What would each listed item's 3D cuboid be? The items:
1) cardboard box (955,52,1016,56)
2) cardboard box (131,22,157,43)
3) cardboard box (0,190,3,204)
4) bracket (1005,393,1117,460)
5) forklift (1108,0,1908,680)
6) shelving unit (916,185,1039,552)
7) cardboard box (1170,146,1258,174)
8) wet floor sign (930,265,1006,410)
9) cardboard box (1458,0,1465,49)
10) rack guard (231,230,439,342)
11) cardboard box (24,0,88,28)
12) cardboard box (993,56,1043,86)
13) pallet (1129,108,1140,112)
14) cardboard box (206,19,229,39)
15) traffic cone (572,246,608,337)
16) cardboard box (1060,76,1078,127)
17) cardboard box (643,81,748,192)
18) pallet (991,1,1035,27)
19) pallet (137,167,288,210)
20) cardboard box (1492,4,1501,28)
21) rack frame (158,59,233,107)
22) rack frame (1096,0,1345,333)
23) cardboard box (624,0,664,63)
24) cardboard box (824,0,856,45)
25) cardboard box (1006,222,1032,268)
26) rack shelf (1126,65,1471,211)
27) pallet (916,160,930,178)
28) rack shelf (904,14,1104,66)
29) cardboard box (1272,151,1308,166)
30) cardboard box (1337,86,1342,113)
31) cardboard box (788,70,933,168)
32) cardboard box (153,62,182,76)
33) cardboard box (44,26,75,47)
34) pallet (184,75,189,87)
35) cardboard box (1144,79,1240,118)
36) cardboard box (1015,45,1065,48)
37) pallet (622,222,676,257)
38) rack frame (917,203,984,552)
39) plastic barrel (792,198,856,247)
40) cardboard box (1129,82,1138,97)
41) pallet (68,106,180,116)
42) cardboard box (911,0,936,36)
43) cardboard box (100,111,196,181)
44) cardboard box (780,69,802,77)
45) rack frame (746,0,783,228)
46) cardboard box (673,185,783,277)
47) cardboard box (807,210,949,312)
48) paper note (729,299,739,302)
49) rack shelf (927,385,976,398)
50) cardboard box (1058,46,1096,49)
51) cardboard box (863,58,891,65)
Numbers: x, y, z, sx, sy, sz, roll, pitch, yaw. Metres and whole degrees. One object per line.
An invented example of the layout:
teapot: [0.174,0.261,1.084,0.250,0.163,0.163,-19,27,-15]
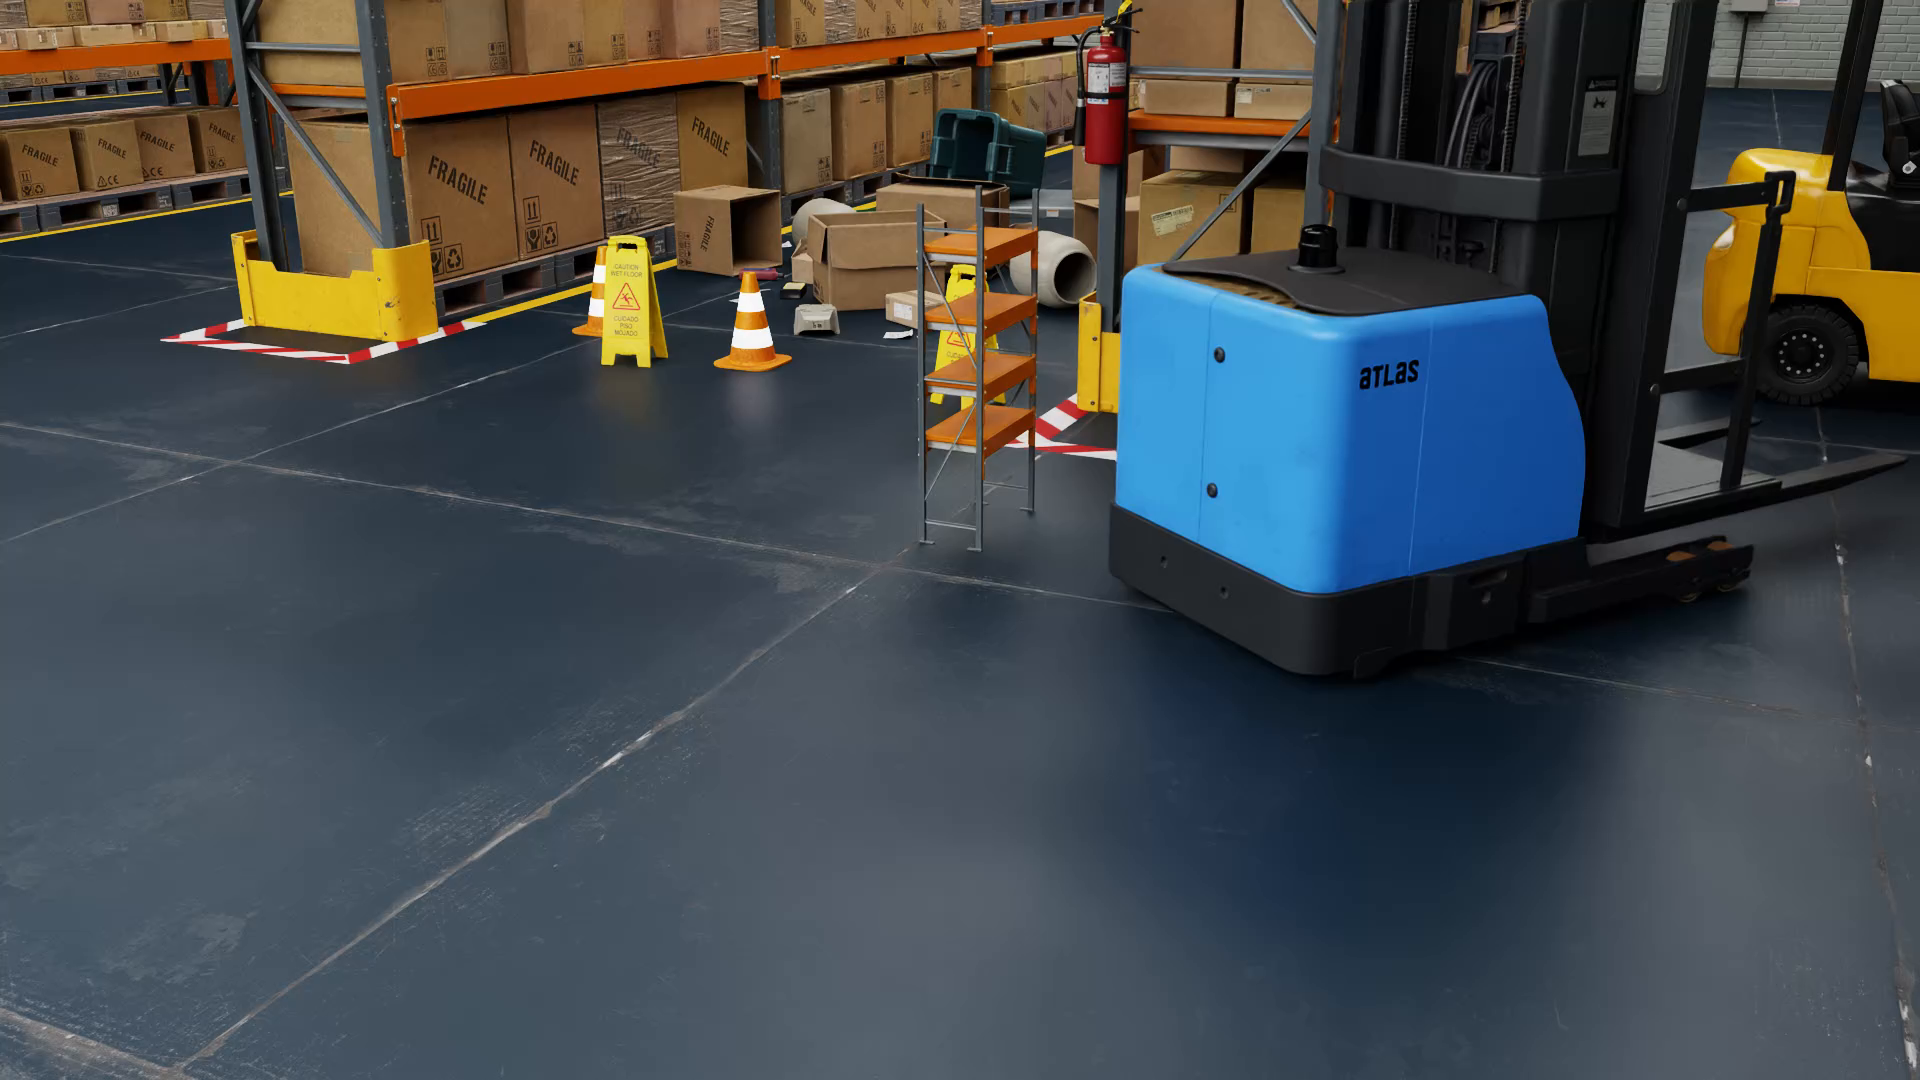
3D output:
cardboard box: [0.271,-4.987,17.500,0.500,0.250,0.500,9,22,24]
cardboard box: [-6.622,-4.031,13.201,0.380,0.149,0.250,9,21,23]
cardboard box: [-7.464,-2.722,12.249,0.500,0.500,0.500,15,25,37]
bracket: [0.998,-0.475,7.304,1.378,0.001,1.079,9,21,23]
forklift: [2.026,-1.320,5.307,3.031,2.935,1.130,-11,22,-28]
shelving unit: [0.068,-0.616,5.910,0.258,1.200,0.503,9,21,23]
cardboard box: [1.271,-1.929,8.306,0.380,0.149,0.250,9,22,24]
wet floor sign: [0.038,-0.945,7.664,0.267,0.644,0.232,18,26,41]
cardboard box: [2.571,-3.048,9.468,0.500,0.500,0.500,9,22,25]
rack guard: [-3.475,-1.429,9.241,1.175,0.500,0.348,9,21,23]
cardboard box: [-7.144,-4.145,12.553,0.875,0.500,0.500,9,21,23]
cardboard box: [0.522,-4.766,16.877,0.500,0.250,0.500,8,21,22]
pallet: [1.692,-5.179,20.216,1.003,0.211,1.213,9,21,23]
cardboard box: [-6.242,-4.249,13.814,0.380,0.149,0.250,9,21,23]
traffic cone: [-1.952,-1.386,9.176,0.336,0.463,0.334,9,21,23]
cardboard box: [0.951,-4.729,17.893,0.500,0.500,0.500,8,21,22]
cardboard box: [-2.148,-2.851,12.053,0.875,0.875,0.875,9,21,24]
pallet: [0.006,-5.202,16.405,1.213,0.211,1.003,9,21,23]
pallet: [-6.554,-3.024,14.158,1.003,0.211,1.213,9,21,23]
cardboard box: [3.355,-3.469,10.994,0.380,0.149,0.250,9,21,24]
rack frame: [-9.191,-6.451,19.631,1.000,3.000,0.127,9,21,23]
rack frame: [1.092,-1.966,7.020,1.000,3.000,0.127,9,21,23]
cardboard box: [-2.500,-3.473,11.034,0.875,0.550,0.550,9,21,23]
cardboard box: [-1.160,-4.162,13.047,0.500,0.500,0.500,9,21,23]
cardboard box: [0.439,-1.946,11.044,0.258,0.266,0.396,-5,20,-15]
rack shelf: [1.911,-2.238,8.859,1.077,0.370,4.000,9,21,23]
pallet: [-0.581,-3.515,15.538,1.003,0.211,1.213,9,21,23]
rack shelf: [0.630,-5.332,17.559,1.077,0.370,4.000,9,21,23]
cardboard box: [1.606,-1.815,8.955,0.500,0.500,0.500,8,21,21]
cardboard box: [1.511,-2.002,7.497,0.380,0.149,0.250,9,21,24]
cardboard box: [-0.875,-3.756,14.784,1.050,0.750,0.750,9,21,24]
cardboard box: [-12.012,-7.194,24.794,0.500,0.500,0.500,8,21,22]
cardboard box: [-6.930,-3.801,12.556,0.380,0.149,0.250,9,21,23]
pallet: [-11.789,-7.250,26.041,1.003,0.211,1.213,9,21,23]
cardboard box: [1.050,-1.991,7.466,0.380,0.149,0.250,9,22,25]
cardboard box: [0.905,-5.466,18.847,0.500,0.250,0.500,8,21,20]
pallet: [-2.210,-2.301,12.125,1.003,0.211,1.213,9,21,23]
rack frame: [-0.032,-0.541,5.700,0.240,1.200,0.015,9,21,23]
plastic barrel: [-0.892,-2.066,11.146,0.421,0.421,0.512,-9,22,-24]
cardboard box: [1.889,-5.344,19.703,0.380,0.149,0.250,10,22,25]
pallet: [-9.544,-4.905,19.447,1.003,0.211,1.213,9,21,23]
cardboard box: [-0.539,-4.627,14.354,0.500,0.500,0.500,8,21,22]
cardboard box: [-6.739,-3.276,13.806,0.500,0.500,0.500,17,26,40]
cardboard box: [-2.692,-6.381,21.980,0.875,0.875,0.875,9,21,23]
rack frame: [-1.827,-3.837,12.281,1.000,3.000,0.127,9,21,23]
cardboard box: [-1.527,-2.045,10.969,0.500,0.500,0.500,13,23,32]
cardboard box: [-0.498,-1.674,9.925,0.797,0.503,0.637,-5,20,-15]
paper note: [-1.291,-1.448,9.997,0.144,0.017,0.142,18,26,41]
rack shelf: [0.068,-0.579,5.923,0.199,0.029,0.442,9,21,23]
cardboard box: [1.375,-5.393,18.643,0.500,0.250,0.500,8,21,21]
cardboard box: [-1.586,-7.207,24.301,0.875,0.875,0.875,9,21,23]
